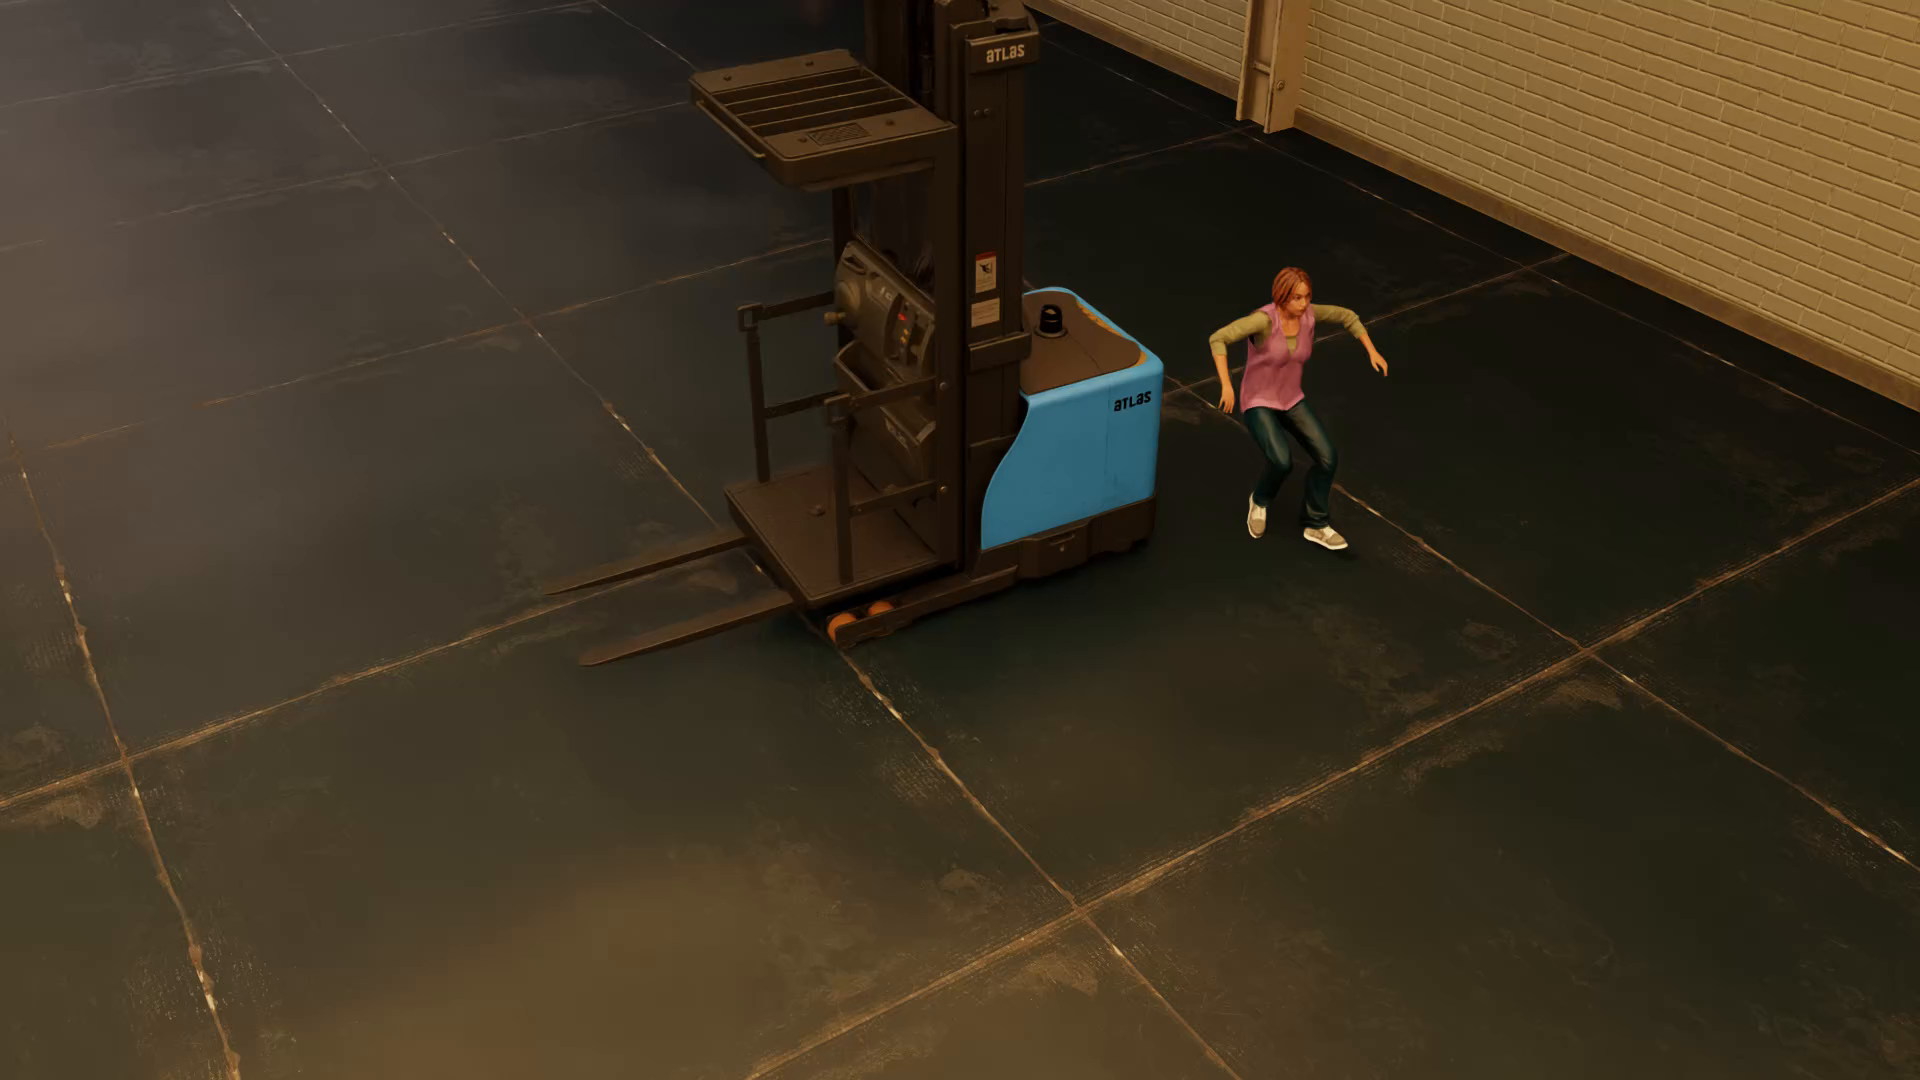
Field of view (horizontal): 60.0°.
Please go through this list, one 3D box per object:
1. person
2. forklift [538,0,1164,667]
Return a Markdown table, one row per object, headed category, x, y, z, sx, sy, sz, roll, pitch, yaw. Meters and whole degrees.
| category | x | y | z | sx | sy | sz | roll | pitch | yaw |
| --- | --- | --- | --- | --- | --- | --- | --- | --- | --- |
| person | 1.712 | -0.649 | 8.372 | 0.957 | 1.422 | 0.691 | -13 | 37 | -18 |
| forklift | -0.535 | -1.030 | 7.613 | 3.031 | 2.935 | 1.130 | -17 | 39 | -23 |
